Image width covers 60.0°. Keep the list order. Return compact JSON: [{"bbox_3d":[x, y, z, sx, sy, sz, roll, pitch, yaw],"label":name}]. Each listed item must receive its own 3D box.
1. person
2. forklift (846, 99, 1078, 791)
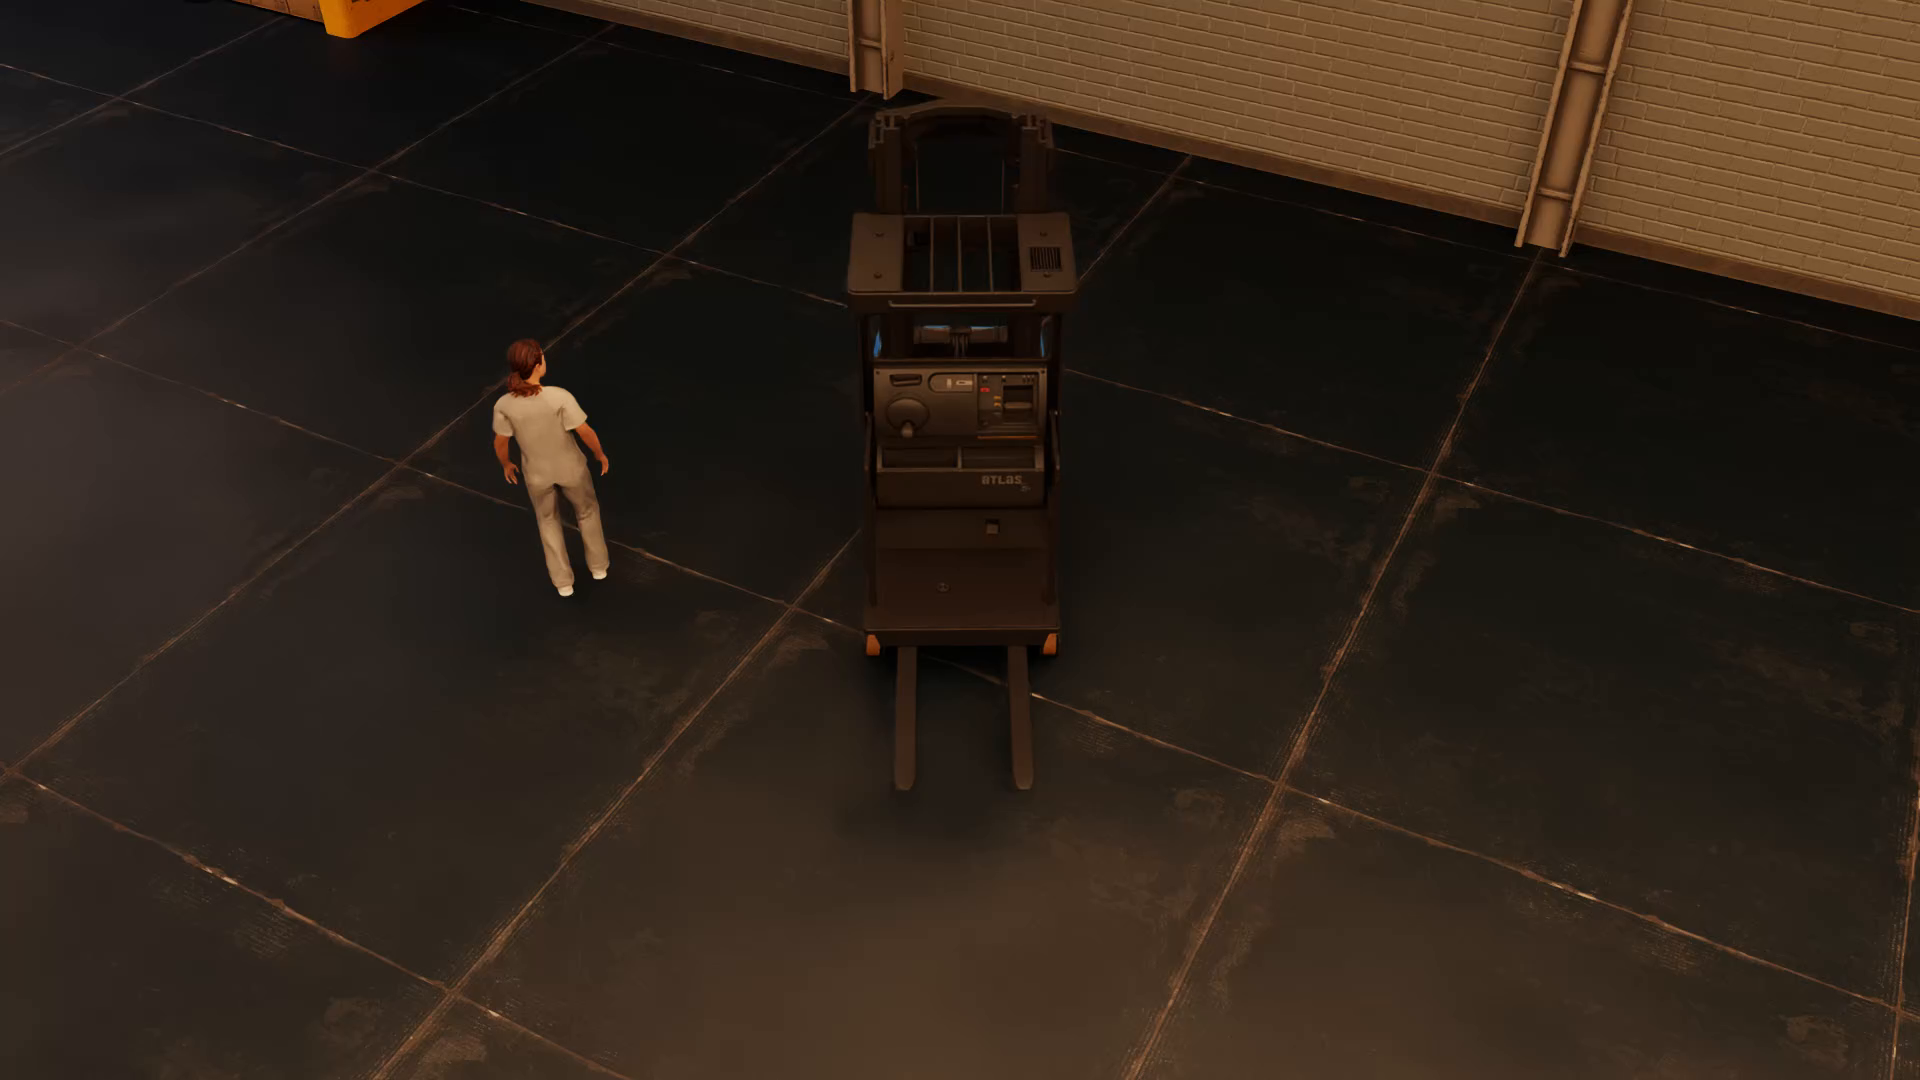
[{"bbox_3d":[-2.311,-0.434,9.487,0.599,1.664,0.429,-6,41,-7],"label":"person"},{"bbox_3d":[0.007,-0.663,8.774,1.130,2.935,3.031,0,40,0],"label":"forklift"}]
